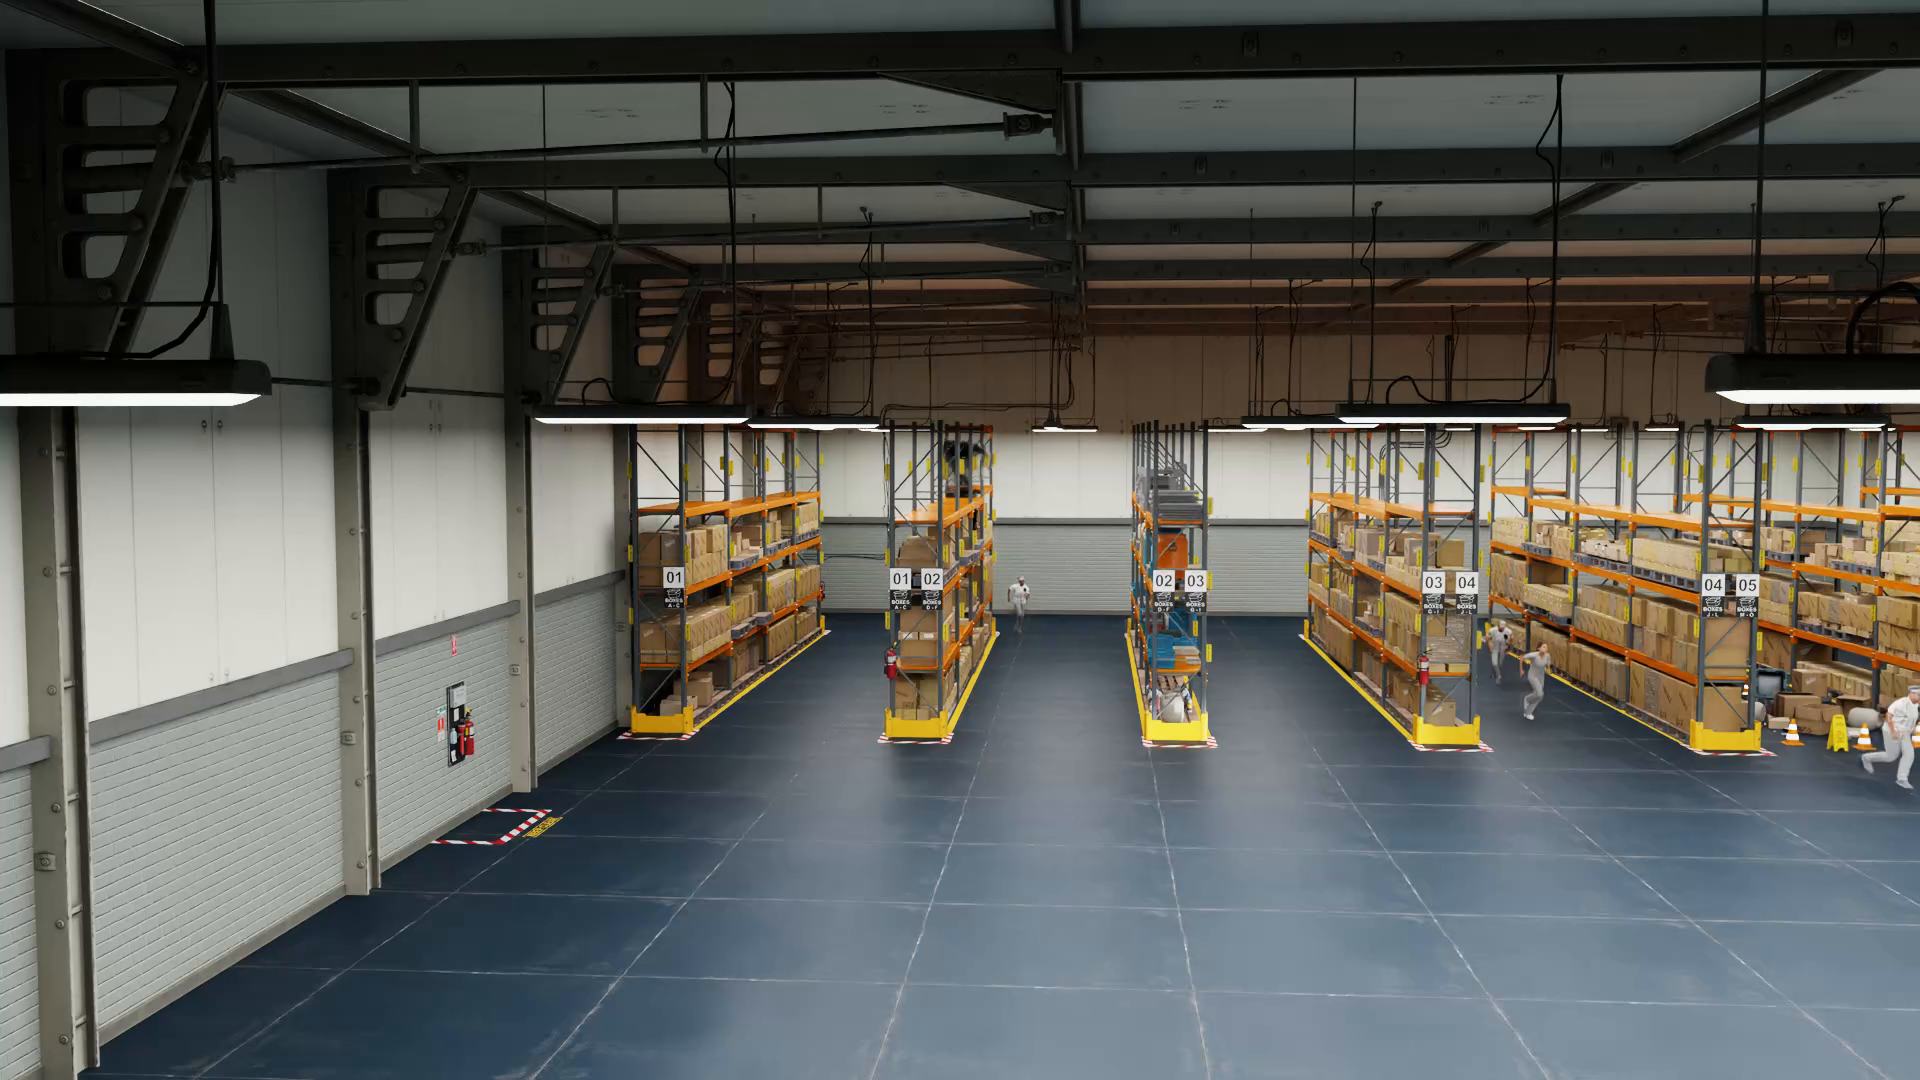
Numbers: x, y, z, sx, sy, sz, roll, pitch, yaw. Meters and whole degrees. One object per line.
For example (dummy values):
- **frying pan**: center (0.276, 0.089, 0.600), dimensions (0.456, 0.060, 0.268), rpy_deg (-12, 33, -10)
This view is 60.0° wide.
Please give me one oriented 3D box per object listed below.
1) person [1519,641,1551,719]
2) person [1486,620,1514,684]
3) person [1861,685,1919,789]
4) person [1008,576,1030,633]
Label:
- **person**: center (11.602, 2.816, 33.416), dimensions (0.552, 1.594, 0.689), rpy_deg (-1, 4, -21)
- **person**: center (12.460, 2.566, 38.437), dimensions (0.614, 1.523, 1.031), rpy_deg (1, 4, 10)
- **person**: center (15.283, 3.182, 27.242), dimensions (0.668, 1.720, 0.933), rpy_deg (-3, 4, -36)
- **person**: center (1.713, 1.849, 47.904), dimensions (0.603, 1.668, 0.781), rpy_deg (-1, 4, -13)
